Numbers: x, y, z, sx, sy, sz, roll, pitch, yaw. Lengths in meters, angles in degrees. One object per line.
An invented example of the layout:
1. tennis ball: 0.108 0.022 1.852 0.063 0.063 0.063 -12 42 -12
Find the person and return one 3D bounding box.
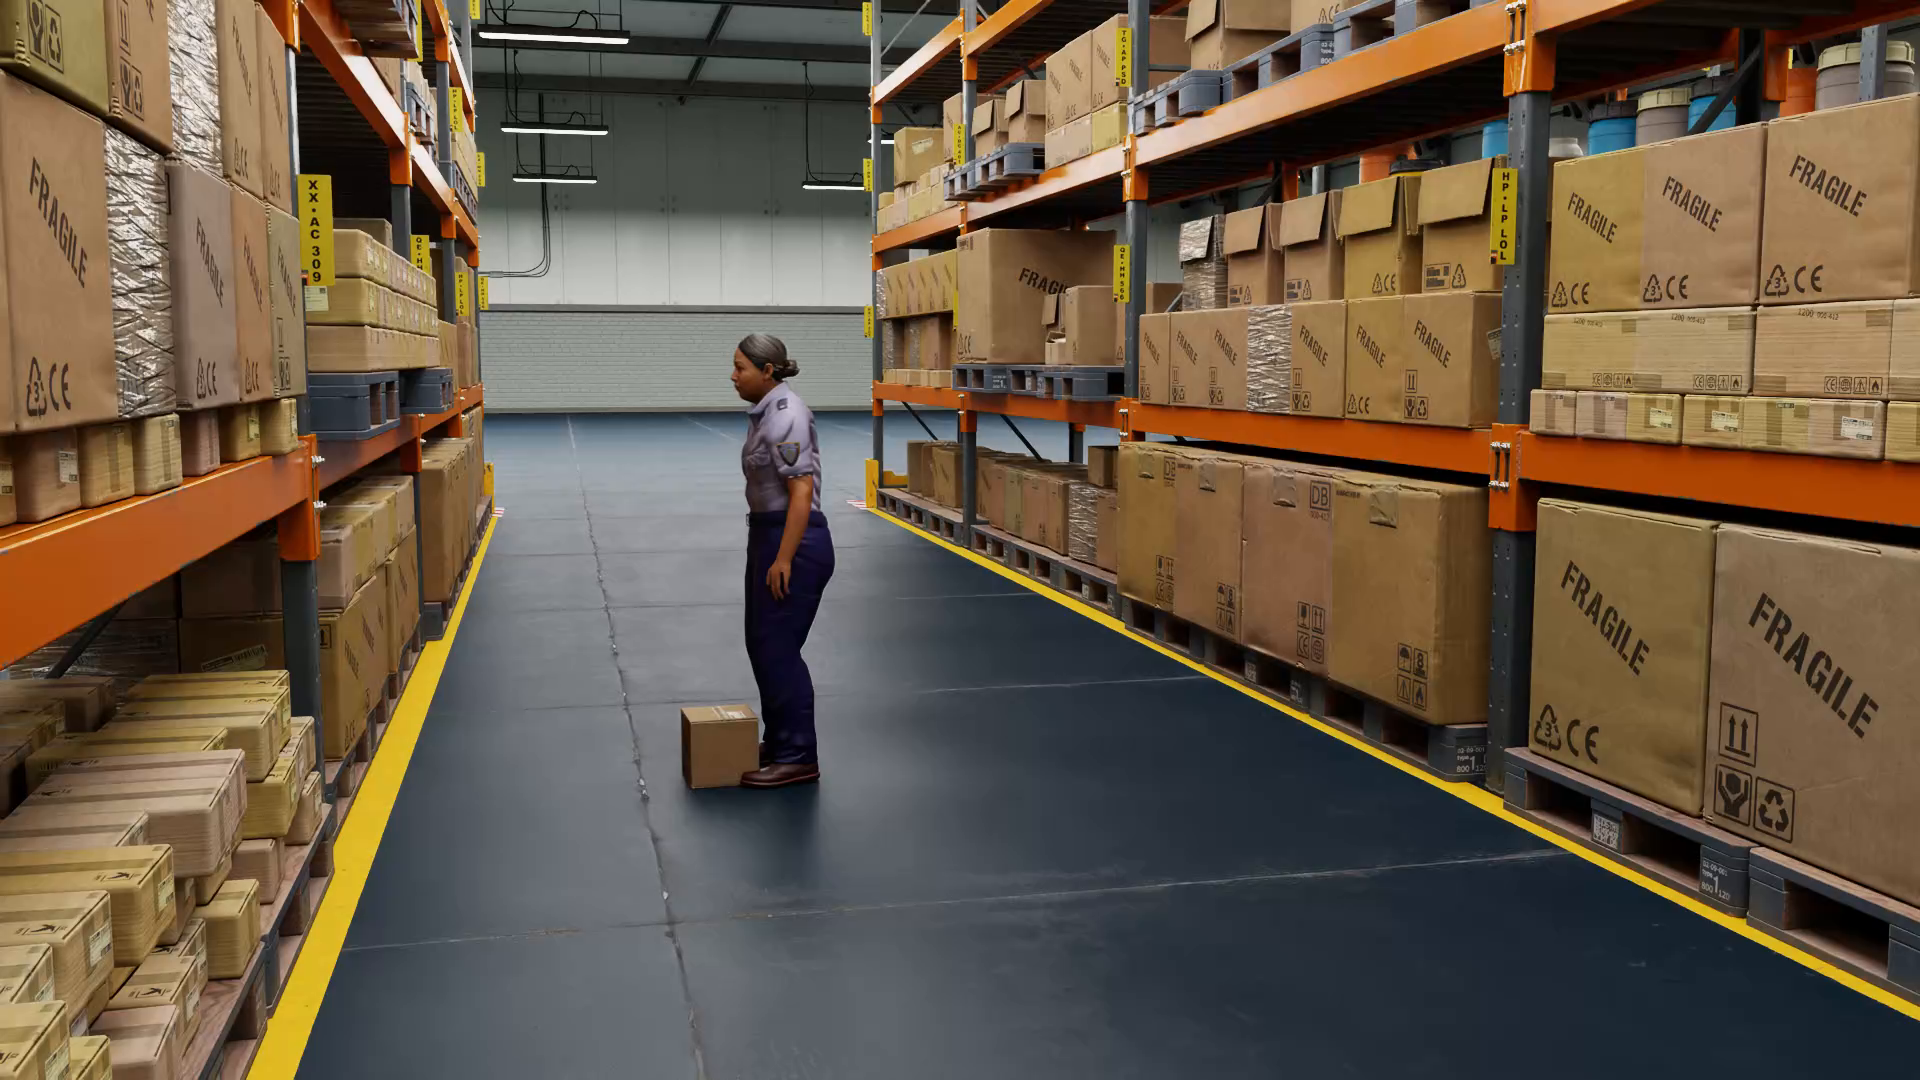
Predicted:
1. person: -0.681 0.061 6.158 0.331 1.652 0.557 -2 6 -16
